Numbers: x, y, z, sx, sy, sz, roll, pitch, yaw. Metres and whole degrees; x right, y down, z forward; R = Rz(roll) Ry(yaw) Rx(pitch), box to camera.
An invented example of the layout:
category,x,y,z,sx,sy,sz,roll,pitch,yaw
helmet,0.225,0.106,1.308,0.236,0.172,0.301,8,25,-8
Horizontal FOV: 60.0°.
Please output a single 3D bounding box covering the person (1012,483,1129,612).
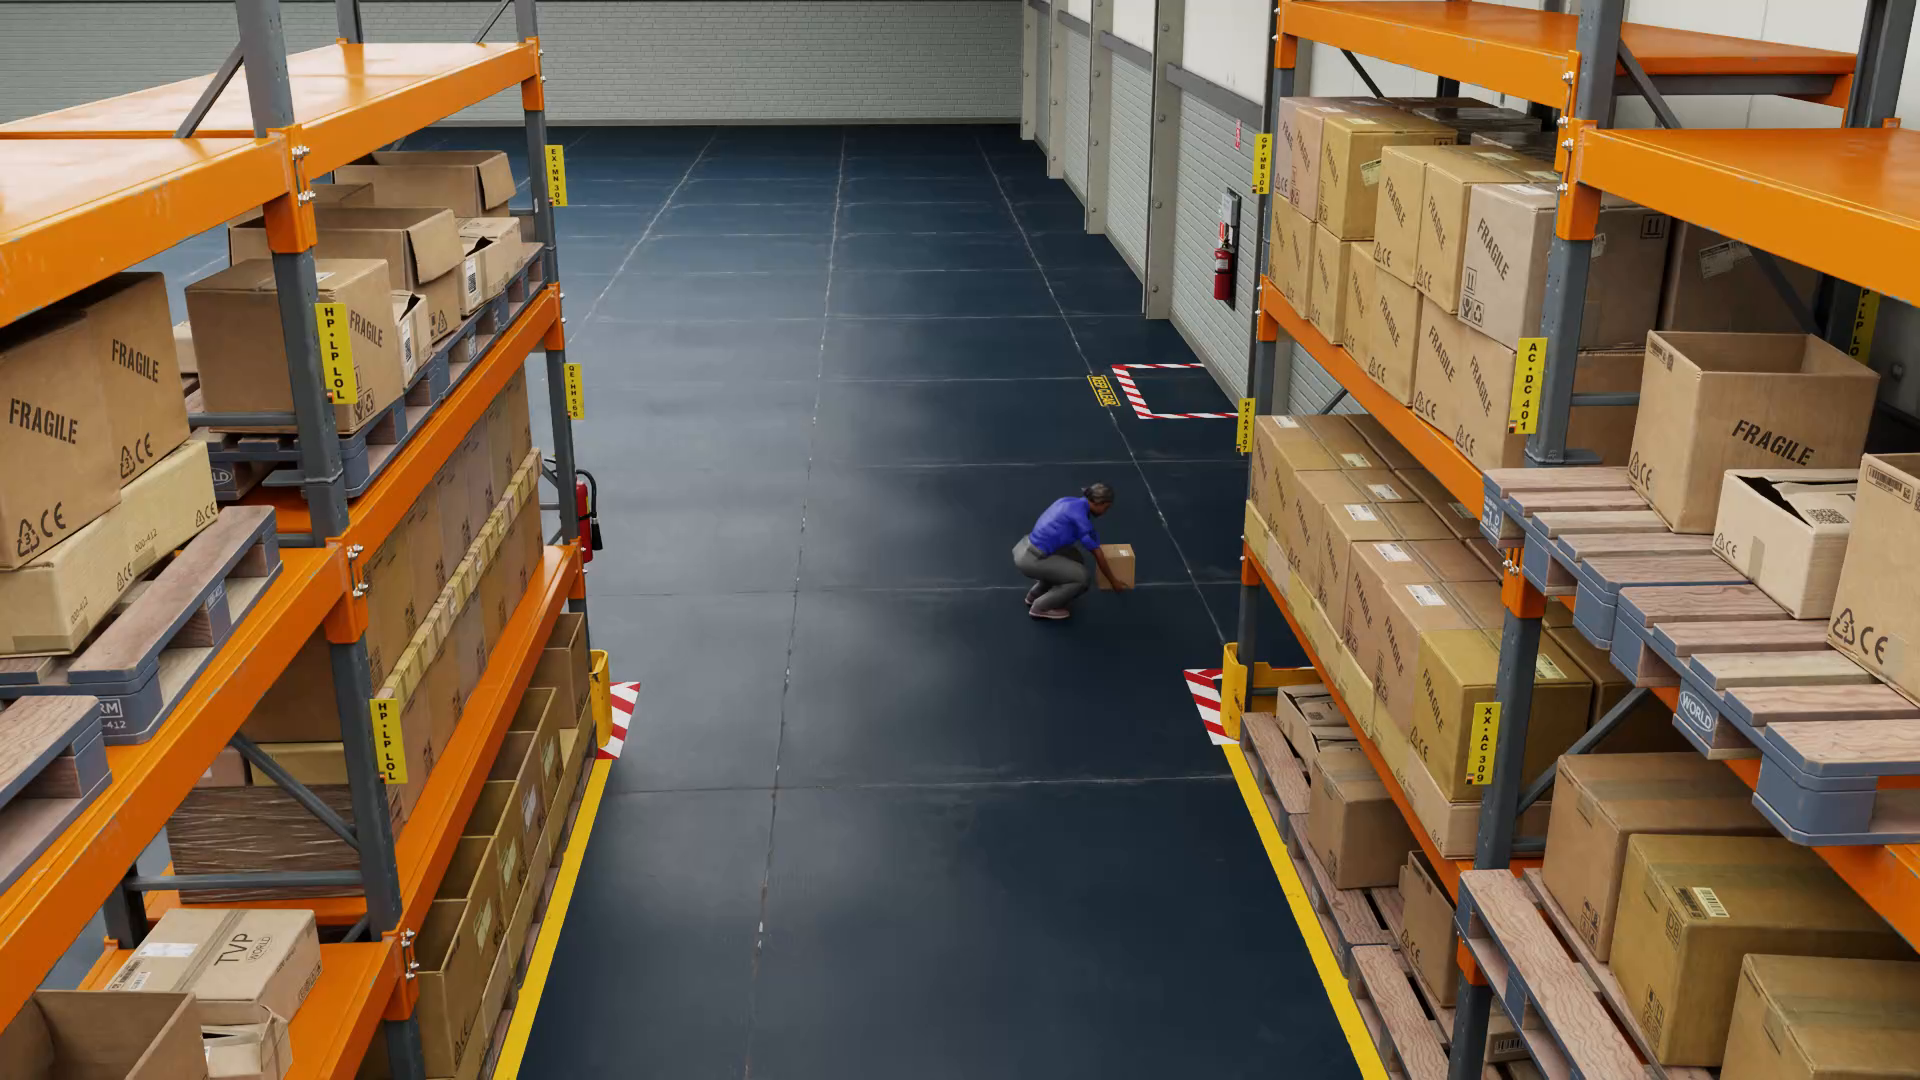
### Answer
category,x,y,z,sx,sy,sz,roll,pitch,yaw
person,0.791,0.048,11.926,0.835,0.904,0.462,-2,21,-4
